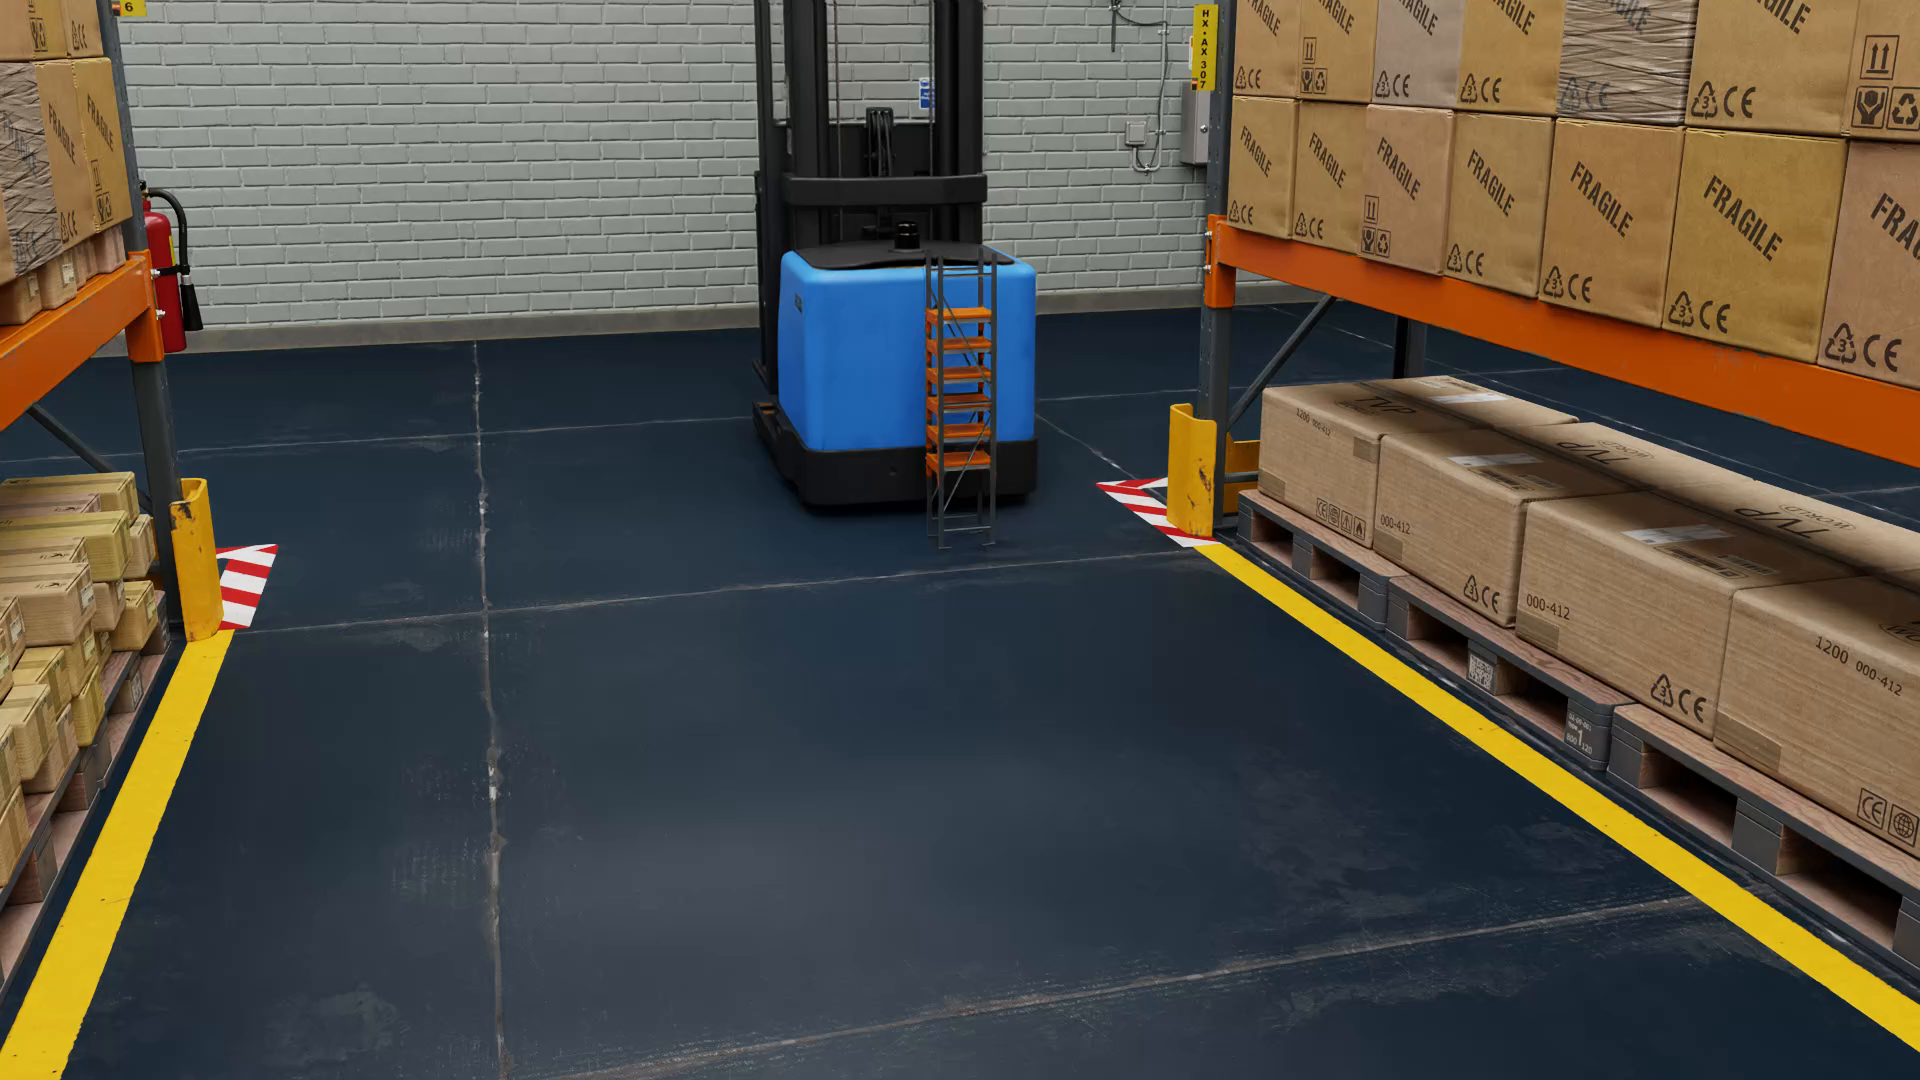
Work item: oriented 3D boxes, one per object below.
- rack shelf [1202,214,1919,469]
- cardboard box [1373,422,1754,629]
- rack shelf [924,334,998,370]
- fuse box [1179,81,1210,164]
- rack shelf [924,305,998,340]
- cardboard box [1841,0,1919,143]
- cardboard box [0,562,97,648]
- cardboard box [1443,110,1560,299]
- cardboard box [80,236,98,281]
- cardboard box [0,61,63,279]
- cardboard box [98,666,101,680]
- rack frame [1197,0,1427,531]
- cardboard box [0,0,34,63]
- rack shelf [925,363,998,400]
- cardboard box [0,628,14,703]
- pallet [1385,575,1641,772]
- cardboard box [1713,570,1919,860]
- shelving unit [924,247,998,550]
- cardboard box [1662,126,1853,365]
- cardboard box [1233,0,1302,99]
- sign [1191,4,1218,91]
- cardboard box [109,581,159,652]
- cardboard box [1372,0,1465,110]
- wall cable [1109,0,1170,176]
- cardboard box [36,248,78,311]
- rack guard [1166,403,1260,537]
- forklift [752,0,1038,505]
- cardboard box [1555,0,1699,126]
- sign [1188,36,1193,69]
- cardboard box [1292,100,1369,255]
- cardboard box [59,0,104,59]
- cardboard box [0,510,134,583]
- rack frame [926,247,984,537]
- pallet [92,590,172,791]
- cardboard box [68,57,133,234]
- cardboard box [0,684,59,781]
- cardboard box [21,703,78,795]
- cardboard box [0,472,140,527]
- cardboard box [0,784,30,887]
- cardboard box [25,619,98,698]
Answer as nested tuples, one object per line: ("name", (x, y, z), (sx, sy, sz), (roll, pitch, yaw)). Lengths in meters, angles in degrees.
("rack shelf", (2.049, -0.632, 5.094), (1.077, 0.370, 4.000), (-5, 17, -15))
("cardboard box", (2.037, -0.077, 5.718), (0.875, 0.438, 0.875), (-4, 17, -14))
("rack shelf", (0.004, -0.758, 6.710), (0.258, 0.103, 0.180), (-5, 17, -15))
("fuse box", (1.987, -2.597, 12.622), (0.539, 1.711, 0.414), (-5, 17, -15))
("rack shelf", (0.004, -0.873, 6.675), (0.258, 0.103, 0.180), (-5, 17, -15))
("cardboard box", (2.204, -1.059, 3.352), (0.500, 0.500, 0.500), (-5, 17, -16))
("cardboard box", (-2.498, 0.177, 4.340), (0.380, 0.149, 0.250), (-4, 17, -13))
("cardboard box", (1.797, -1.005, 4.912), (0.500, 0.500, 0.500), (-4, 17, -13))
("cardboard box", (-2.838, -0.851, 5.008), (0.380, 0.149, 0.250), (-5, 17, -15))
("cardboard box", (-2.576, -0.915, 4.093), (0.500, 0.500, 0.500), (-5, 17, -15))
("cardboard box", (-2.649, 0.393, 4.656), (0.380, 0.149, 0.250), (-5, 17, -15))
("rack frame", (1.500, -1.530, 6.832), (1.000, 3.000, 0.127), (-5, 17, -15))
("cardboard box", (-2.576, -1.390, 3.936), (0.500, 0.500, 0.500), (-4, 17, -12))
("rack shelf", (0.004, -0.643, 6.744), (0.258, 0.103, 0.180), (-5, 17, -15))
("cardboard box", (-2.433, 0.329, 3.834), (0.380, 0.149, 0.250), (-5, 17, -15))
("pallet", (2.126, 0.357, 5.396), (1.003, 0.211, 1.213), (-5, 17, -15))
("cardboard box", (2.530, 0.420, 4.063), (0.875, 0.438, 0.875), (-5, 17, -16))
("shelving unit", (0.004, -0.571, 6.766), (0.258, 1.200, 0.189), (-5, 17, -15))
("cardboard box", (2.079, -0.722, 3.966), (0.500, 0.500, 0.500), (-5, 17, -17))
("cardboard box", (1.358, -1.902, 6.157), (0.500, 0.500, 0.500), (-5, 17, -16))
("sign", (0.964, -1.940, 6.556), (0.100, 0.325, 0.005), (-5, 17, -15))
("cardboard box", (-2.719, 0.246, 5.146), (0.380, 0.149, 0.250), (-4, 17, -14))
("cardboard box", (1.655, -1.617, 5.211), (0.500, 0.500, 0.500), (-5, 17, -16))
("wall cable", (1.288, -3.690, 12.256), (0.588, 1.984, 0.122), (-5, 17, -15))
("cardboard box", (-2.662, -0.714, 4.552), (0.380, 0.149, 0.250), (-4, 17, -14))
("rack guard", (1.493, -0.340, 7.214), (1.175, 0.500, 0.348), (-5, 17, -15))
("forklift", (-0.485, -1.936, 8.304), (1.130, 2.935, 3.031), (-4, 17, -12))
("cardboard box", (1.923, -1.340, 4.288), (0.500, 0.500, 0.500), (-4, 17, -15))
("sign", (1.877, -3.662, 12.494), (0.339, 0.242, 0.001), (-5, 17, -15))
("cardboard box", (1.521, -1.285, 5.842), (0.500, 0.500, 0.500), (-5, 17, -16))
("cardboard box", (-2.867, -1.673, 4.879), (0.500, 0.500, 0.500), (-5, 17, -16))
("cardboard box", (-2.636, 0.031, 4.828), (0.380, 0.149, 0.250), (-5, 17, -16))
("rack frame", (-0.021, -0.596, 6.850), (0.240, 1.200, 0.006), (-5, 17, -15))
("pallet", (-3.022, 0.473, 5.010), (1.003, 0.211, 1.213), (-5, 17, -15))
("cardboard box", (-2.861, -1.197, 5.033), (0.500, 0.500, 0.500), (-4, 17, -14))
("cardboard box", (-2.358, 0.467, 3.893), (0.380, 0.149, 0.250), (-5, 17, -15))
("cardboard box", (-2.462, 0.536, 4.181), (0.380, 0.149, 0.250), (-4, 17, -14))
("cardboard box", (-2.843, -0.105, 5.279), (0.380, 0.149, 0.250), (-4, 17, -15))
("cardboard box", (-2.320, 0.678, 3.706), (0.380, 0.149, 0.250), (-5, 17, -17))
("cardboard box", (-2.513, 0.320, 4.381), (0.380, 0.149, 0.250), (-4, 17, -14))
